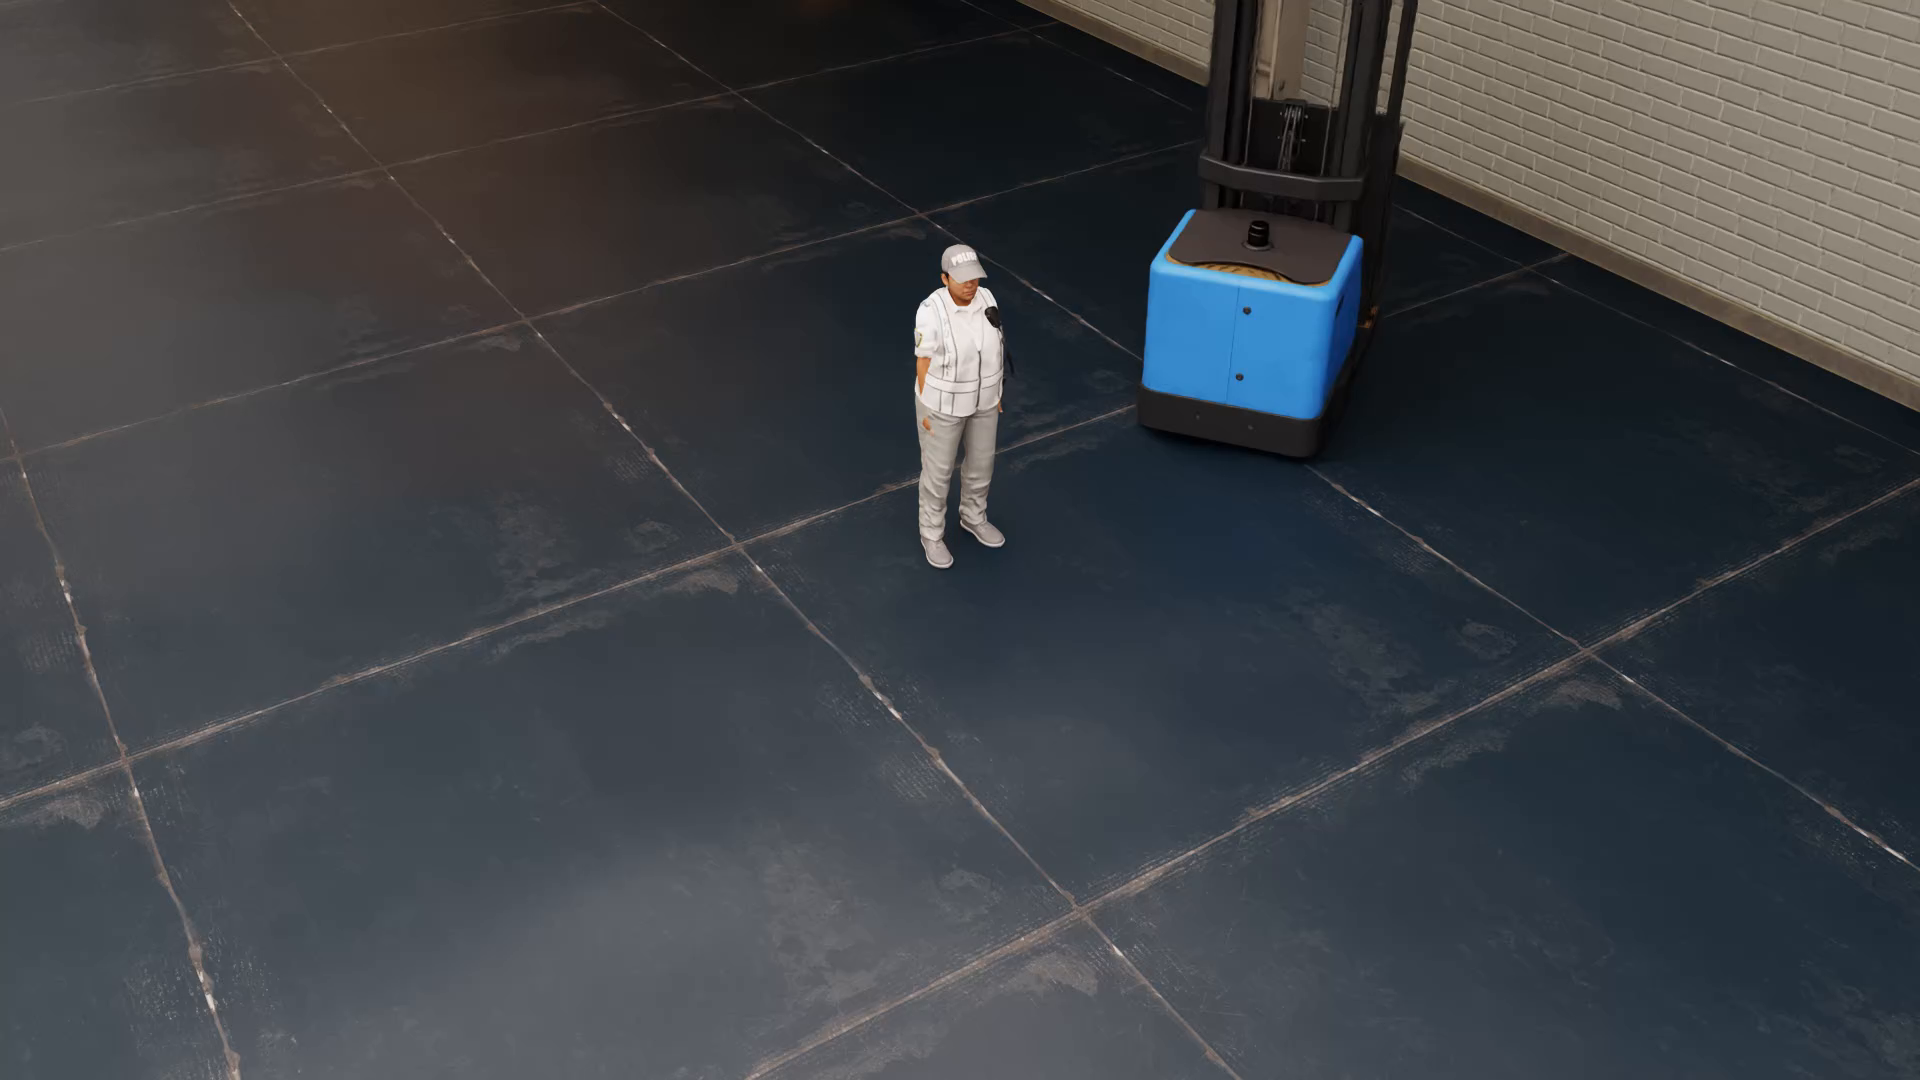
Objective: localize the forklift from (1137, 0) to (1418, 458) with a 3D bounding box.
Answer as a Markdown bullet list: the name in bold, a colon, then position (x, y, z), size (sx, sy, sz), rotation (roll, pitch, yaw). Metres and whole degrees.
- **forklift**: position (2.039, -2.498, 9.703), size (1.130, 2.935, 3.031), rotation (13, 37, 18)

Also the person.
- **person**: position (-0.002, -0.674, 8.215), size (0.483, 1.668, 0.394), rotation (-21, 40, -27)
